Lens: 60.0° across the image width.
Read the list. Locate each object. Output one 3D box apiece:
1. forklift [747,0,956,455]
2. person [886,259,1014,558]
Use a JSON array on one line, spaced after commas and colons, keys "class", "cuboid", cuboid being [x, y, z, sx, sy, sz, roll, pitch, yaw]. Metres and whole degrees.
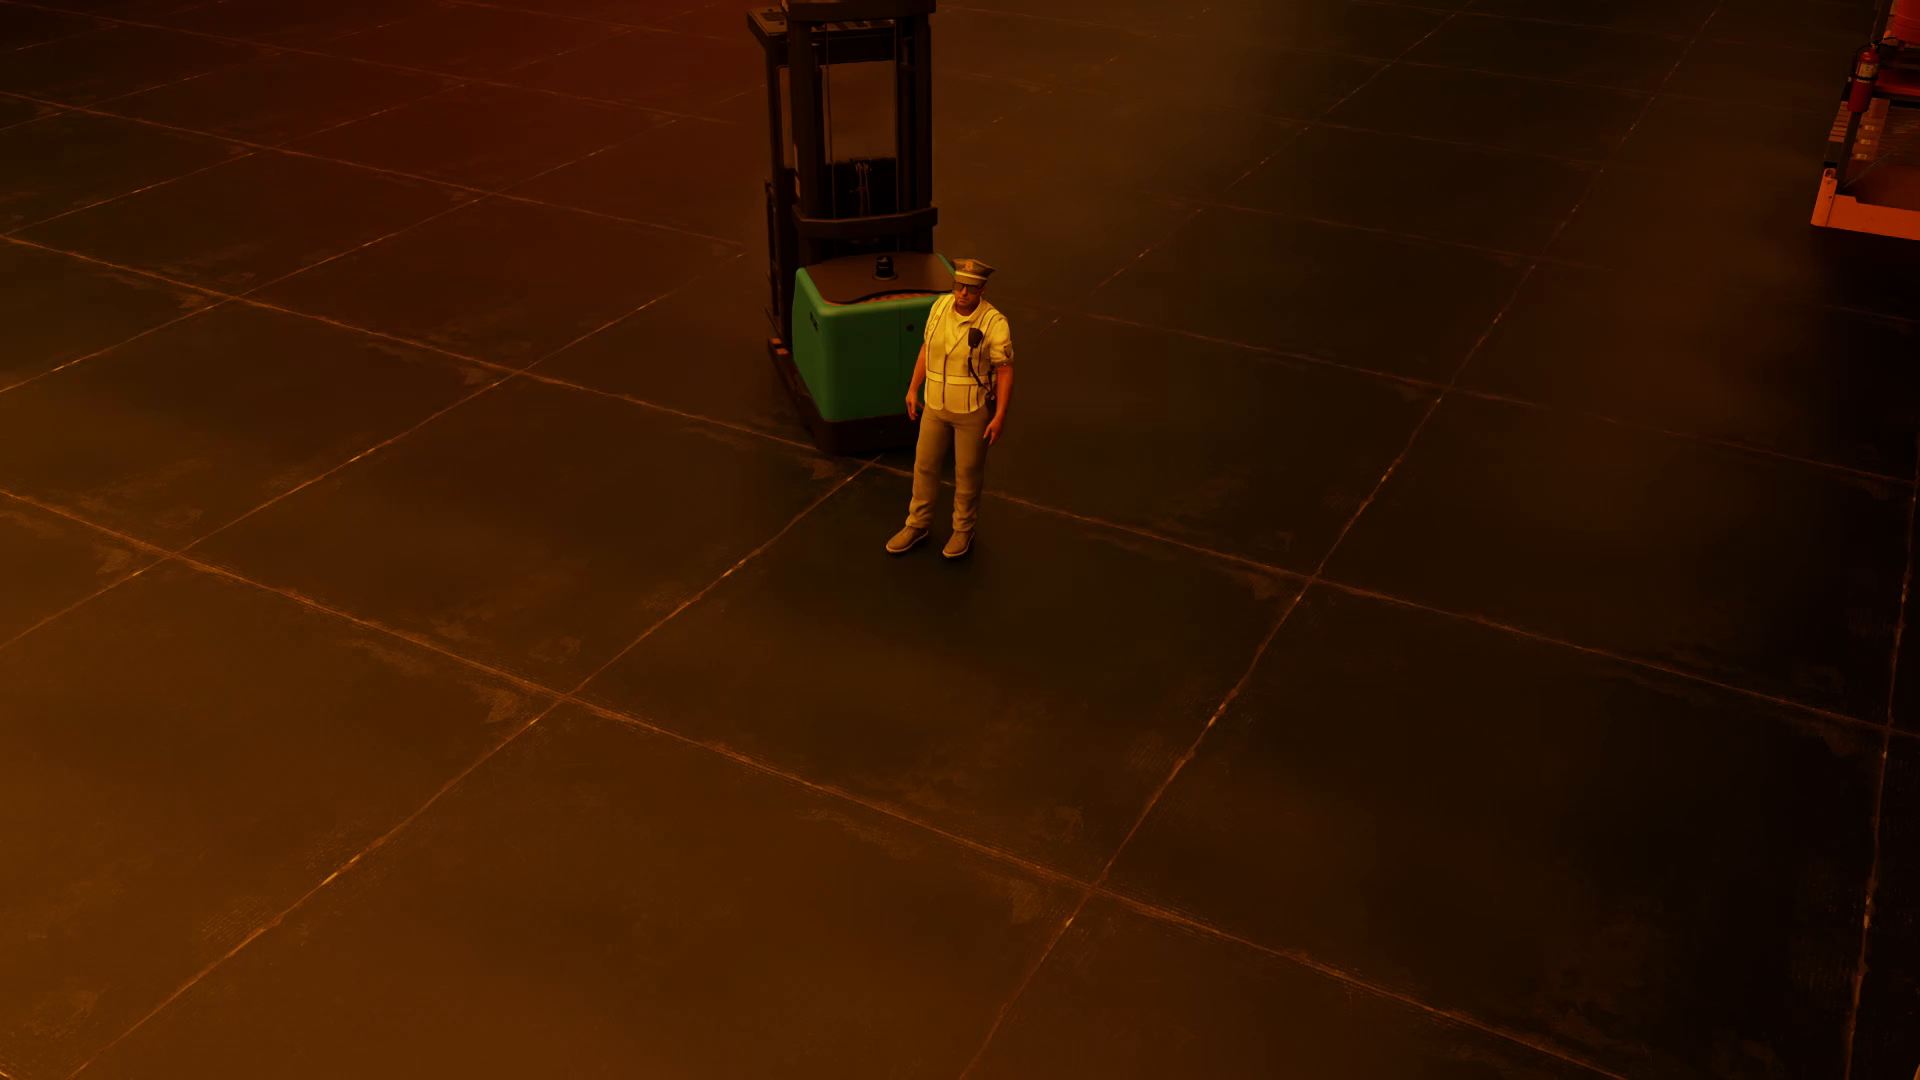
[{"class": "forklift", "cuboid": [-0.795, -2.549, 11.487, 1.130, 2.935, 3.031, -8, 31, -14]}, {"class": "person", "cuboid": [-0.048, -0.747, 9.500, 0.640, 1.780, 0.575, 15, 33, 25]}]
